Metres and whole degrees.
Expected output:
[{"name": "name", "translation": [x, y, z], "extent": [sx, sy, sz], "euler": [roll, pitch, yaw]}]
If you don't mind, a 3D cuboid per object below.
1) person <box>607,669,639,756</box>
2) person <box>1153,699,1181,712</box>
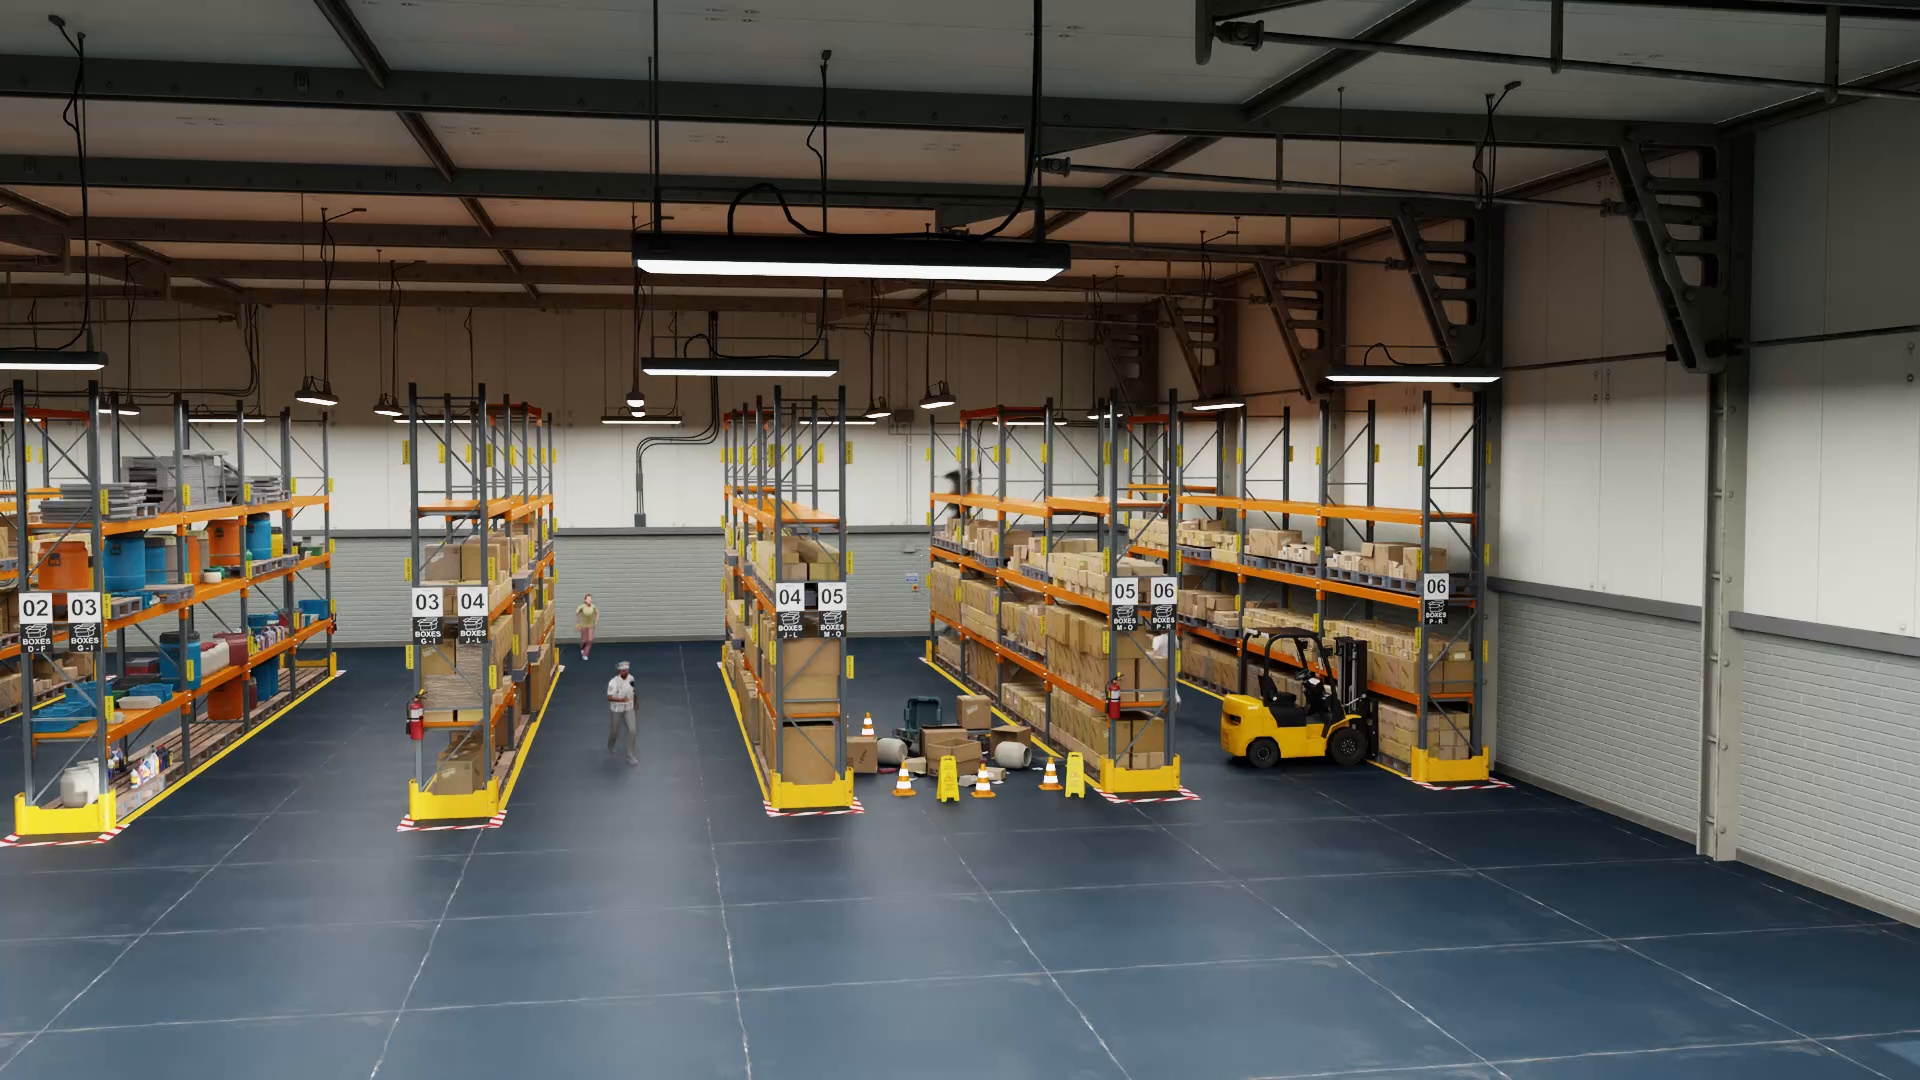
[{"name": "person", "translation": [-5.529, 2.759, 27.180], "extent": [0.589, 1.528, 0.930], "euler": [-2, 3, -33]}, {"name": "person", "translation": [3.956, 3.165, 32.171], "extent": [0.257, 0.346, 1.063], "euler": [-1, 3, -18]}]
